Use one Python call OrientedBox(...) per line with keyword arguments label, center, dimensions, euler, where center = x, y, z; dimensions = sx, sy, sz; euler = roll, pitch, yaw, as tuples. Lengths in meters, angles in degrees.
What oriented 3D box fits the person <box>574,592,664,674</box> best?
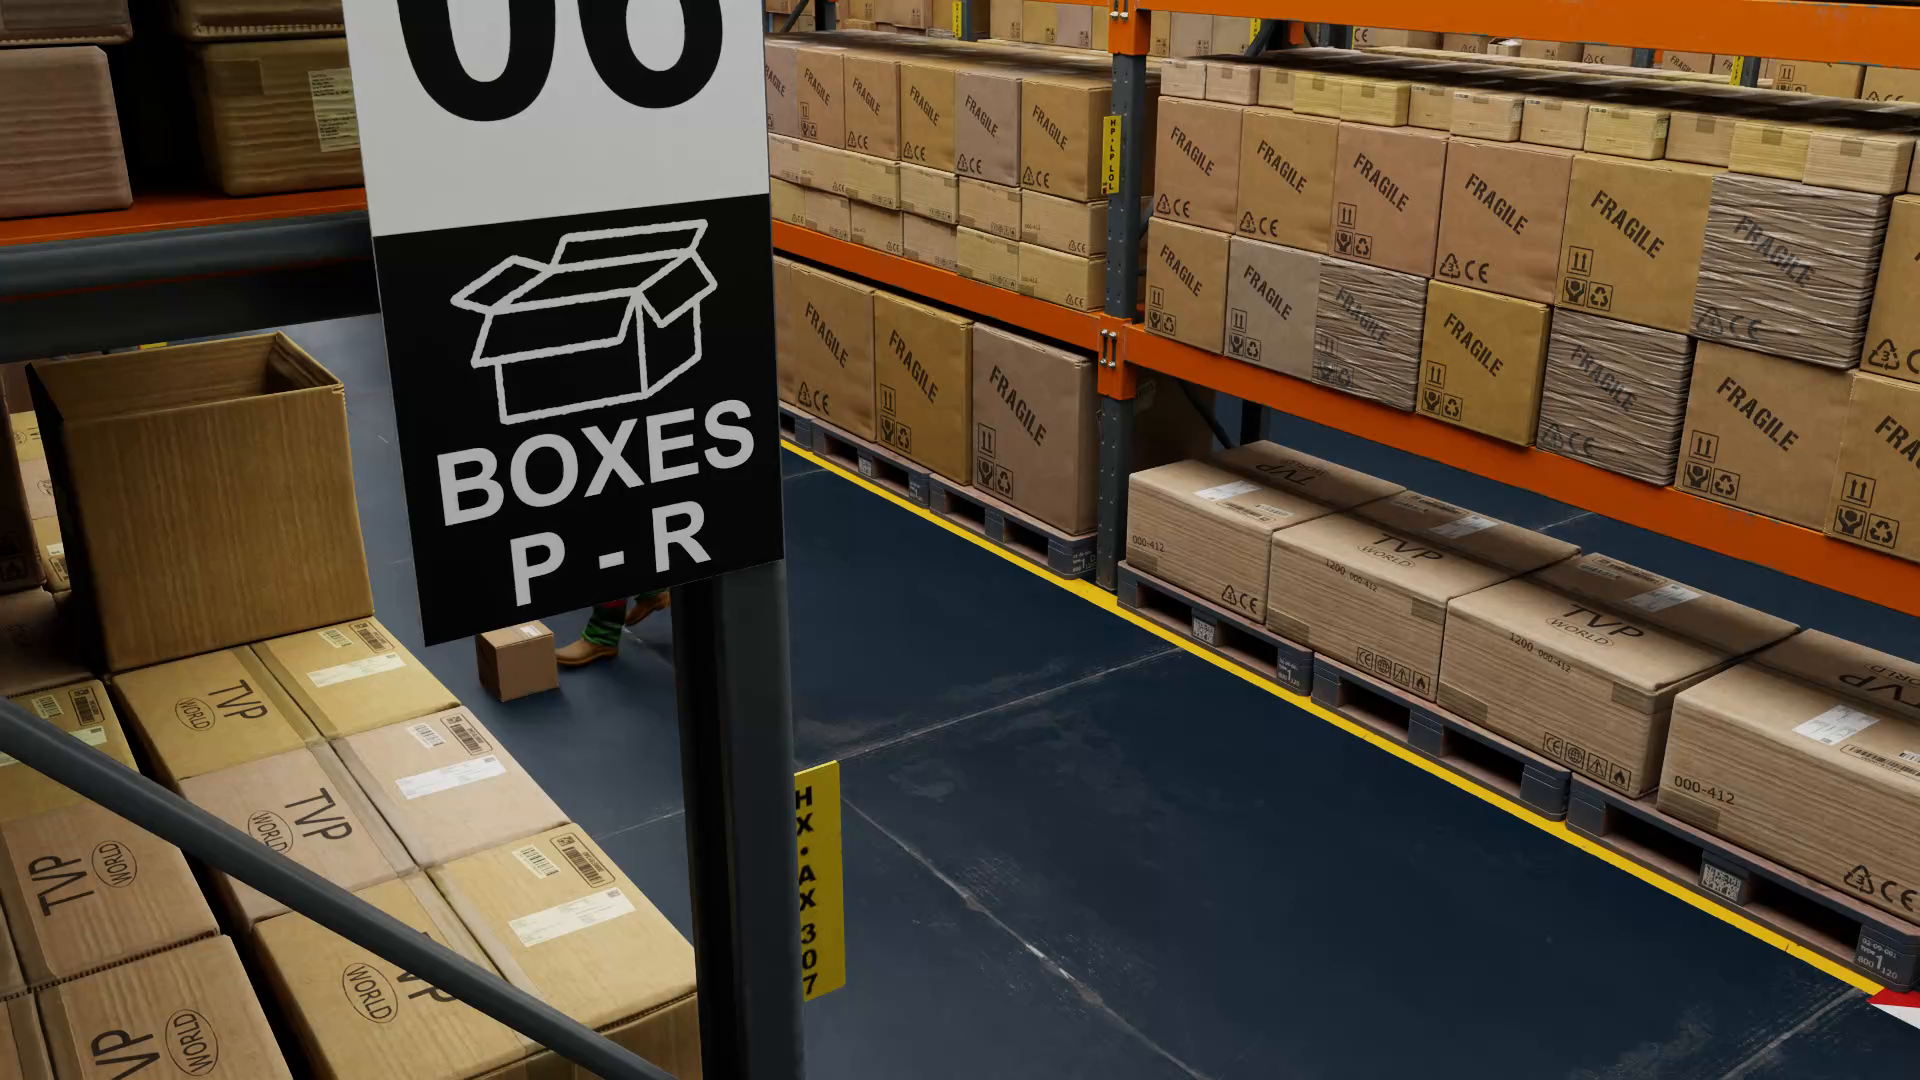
OrientedBox(label="person", center=(-1.466, -0.287, 6.886), dimensions=(0.477, 1.724, 0.547), euler=(-14, 25, -32))
